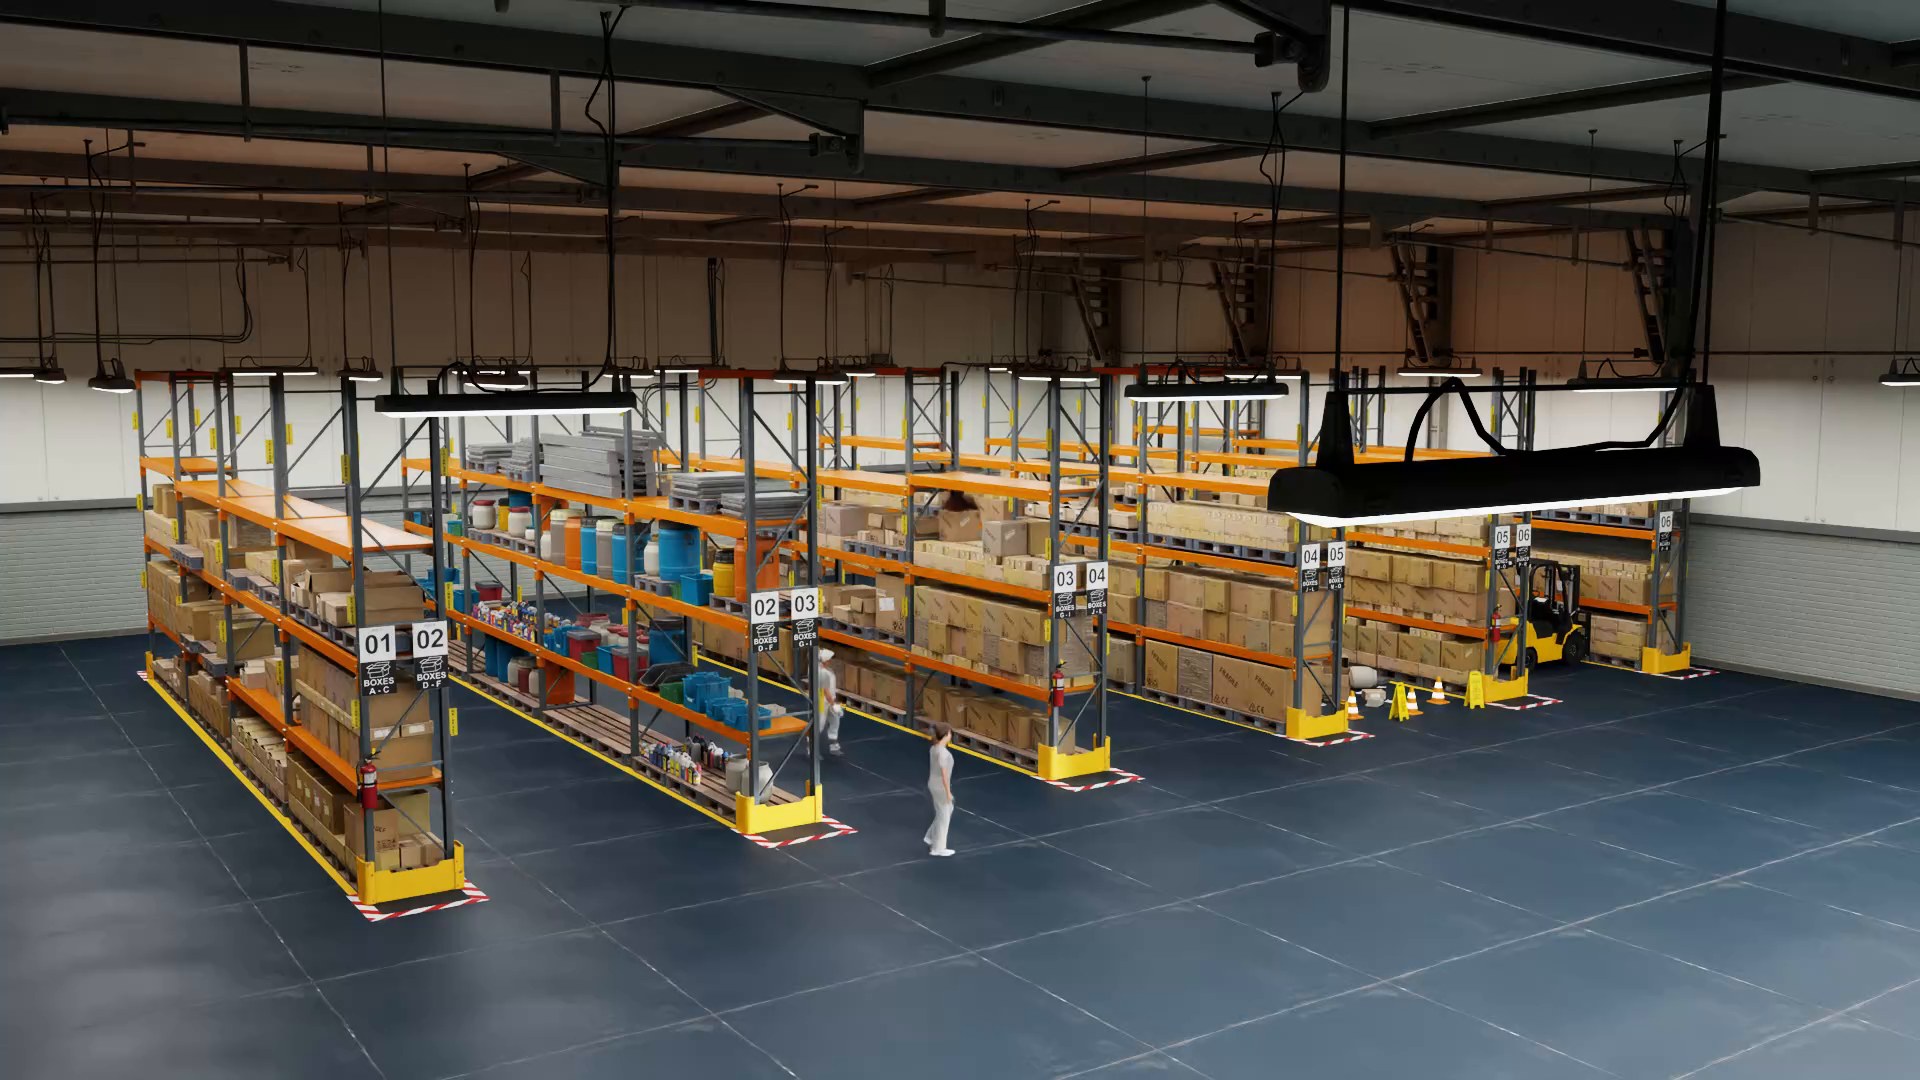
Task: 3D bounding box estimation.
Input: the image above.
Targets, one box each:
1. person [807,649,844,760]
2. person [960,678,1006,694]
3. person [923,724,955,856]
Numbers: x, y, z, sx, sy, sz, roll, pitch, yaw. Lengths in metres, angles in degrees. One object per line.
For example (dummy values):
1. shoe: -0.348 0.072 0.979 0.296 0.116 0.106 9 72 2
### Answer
1. person: -2.049 2.575 25.948 0.624 1.840 0.692 1 7 11
2. person: 0.424 2.021 30.917 0.632 1.667 1.006 -5 8 -40
3. person: -0.227 3.150 20.983 0.383 1.670 0.580 -2 7 -15
